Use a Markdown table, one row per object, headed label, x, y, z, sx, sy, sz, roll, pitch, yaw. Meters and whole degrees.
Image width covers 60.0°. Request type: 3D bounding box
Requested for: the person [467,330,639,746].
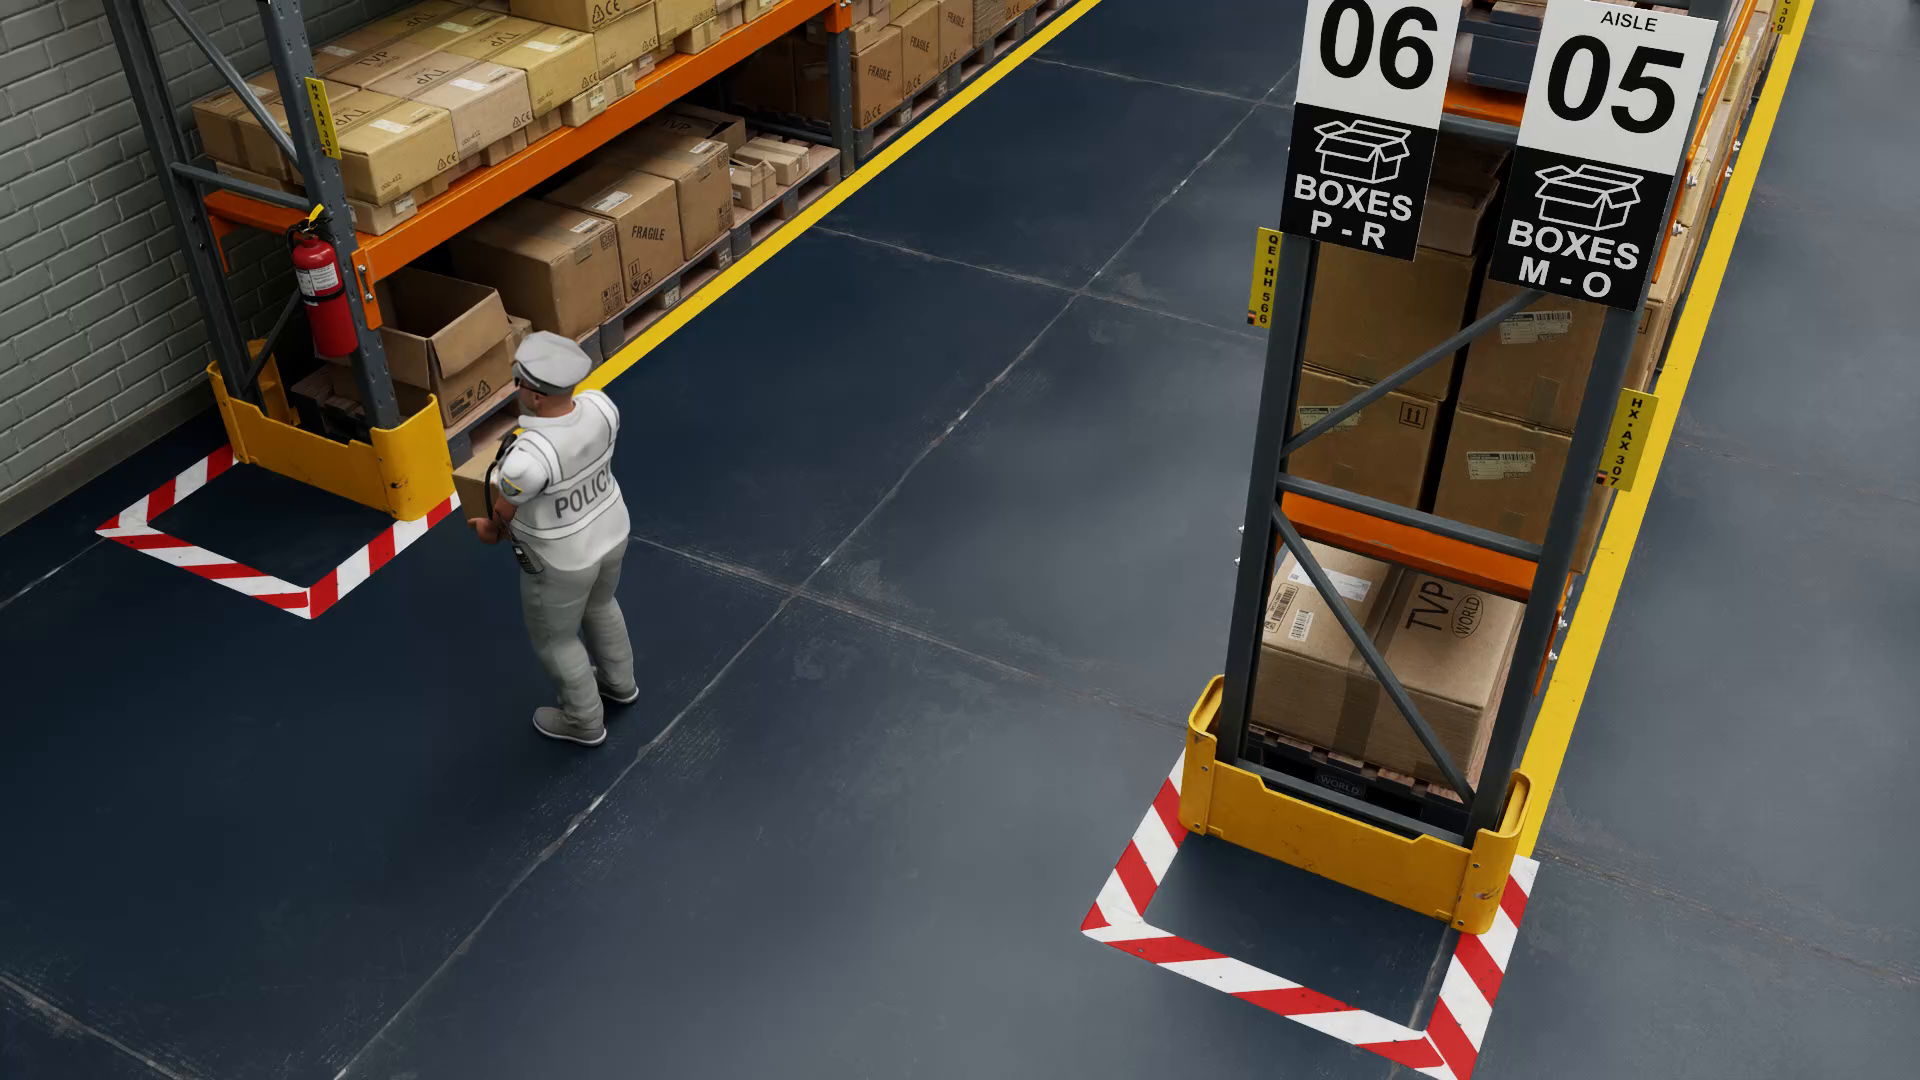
| label | x | y | z | sx | sy | sz | roll | pitch | yaw |
| --- | --- | --- | --- | --- | --- | --- | --- | --- | --- |
| person | -1.516 | -0.015 | 6.153 | 0.567 | 1.766 | 0.494 | 18 | 41 | 22 |
